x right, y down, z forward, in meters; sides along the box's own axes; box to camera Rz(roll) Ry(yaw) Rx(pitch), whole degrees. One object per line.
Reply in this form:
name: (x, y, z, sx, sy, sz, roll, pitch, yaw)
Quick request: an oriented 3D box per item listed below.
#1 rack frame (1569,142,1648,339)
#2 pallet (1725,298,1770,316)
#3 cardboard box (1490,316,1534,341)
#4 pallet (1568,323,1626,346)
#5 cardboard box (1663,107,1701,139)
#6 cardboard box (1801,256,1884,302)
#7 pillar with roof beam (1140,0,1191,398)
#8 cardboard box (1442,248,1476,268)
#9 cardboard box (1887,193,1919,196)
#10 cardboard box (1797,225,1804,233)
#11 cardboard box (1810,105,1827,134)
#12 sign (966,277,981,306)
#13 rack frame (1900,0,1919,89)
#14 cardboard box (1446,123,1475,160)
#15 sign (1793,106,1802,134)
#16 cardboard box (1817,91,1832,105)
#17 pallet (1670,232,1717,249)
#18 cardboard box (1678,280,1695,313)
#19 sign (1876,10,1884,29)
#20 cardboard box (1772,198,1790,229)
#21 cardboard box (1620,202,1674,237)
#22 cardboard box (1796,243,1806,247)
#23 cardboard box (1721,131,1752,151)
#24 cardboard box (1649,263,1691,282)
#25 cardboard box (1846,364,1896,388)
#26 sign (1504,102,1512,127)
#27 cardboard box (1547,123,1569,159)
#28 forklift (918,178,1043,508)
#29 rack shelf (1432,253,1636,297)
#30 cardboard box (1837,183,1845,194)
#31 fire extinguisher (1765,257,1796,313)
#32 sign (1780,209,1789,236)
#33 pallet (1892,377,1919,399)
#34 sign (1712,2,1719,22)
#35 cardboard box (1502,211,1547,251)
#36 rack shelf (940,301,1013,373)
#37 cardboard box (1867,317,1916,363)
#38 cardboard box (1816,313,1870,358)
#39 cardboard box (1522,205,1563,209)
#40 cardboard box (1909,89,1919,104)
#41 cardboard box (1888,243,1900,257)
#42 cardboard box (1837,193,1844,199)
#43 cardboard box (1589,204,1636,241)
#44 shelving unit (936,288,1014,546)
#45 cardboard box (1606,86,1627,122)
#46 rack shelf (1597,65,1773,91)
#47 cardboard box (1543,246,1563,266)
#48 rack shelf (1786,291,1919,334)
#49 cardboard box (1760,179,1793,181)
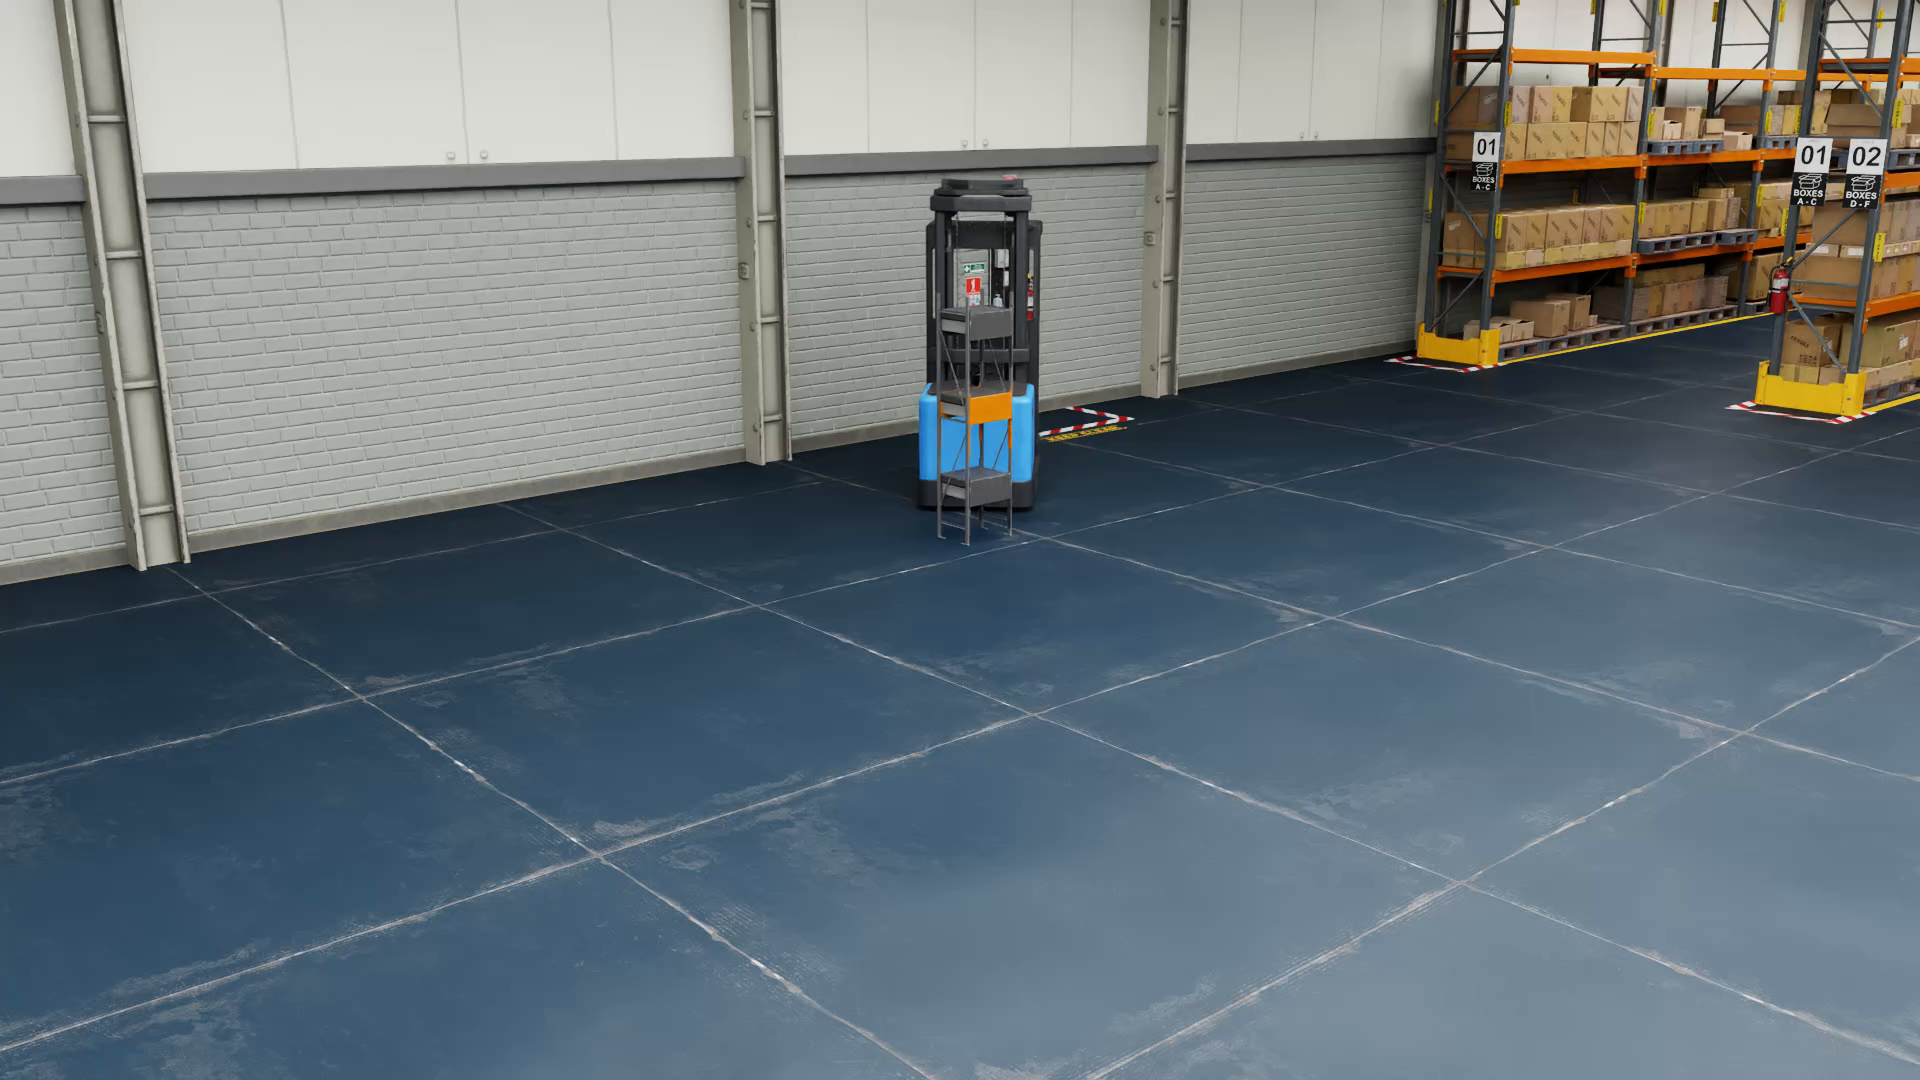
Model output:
rack frame: (10.110, -4.705, 26.051, 0.127, 3.000, 1.000, -13, 19, -39)
pallet: (13.772, -4.154, 29.393, 1.213, 0.211, 1.003, -13, 19, -39)
cardboard box: (8.103, -3.137, 24.539, 0.500, 0.311, 0.500, -11, 18, -35)
pallet: (9.626, -3.237, 25.959, 1.213, 0.211, 1.003, -13, 19, -39)
cardboard box: (11.505, -6.691, 26.667, 0.500, 0.500, 0.500, -14, 20, -41)
cardboard box: (10.707, -3.188, 20.180, 0.500, 0.500, 0.700, -13, 19, -39)
pillar with roof beam: (5.352, -5.358, 16.871, 0.400, 9.000, 9.100, -13, 19, -39)
cardboard box: (7.318, -4.081, 23.969, 0.500, 0.250, 0.500, -12, 19, -39)
cardboard box: (12.275, -4.169, 21.338, 0.500, 0.500, 0.700, -13, 20, -39)
cardboard box: (14.881, -5.586, 29.800, 0.250, 0.149, 0.380, -12, 19, -38)
cardboard box: (15.031, -7.535, 29.789, 0.500, 0.500, 0.700, -13, 20, -40)
sign: (0.152, -2.830, 18.964, 0.234, 0.329, 0.001, -13, 19, -39)
rack frame: (19.162, -9.636, 32.887, 0.127, 3.000, 1.000, -13, 19, -39)
cardboard box: (7.241, -5.654, 23.561, 0.500, 0.500, 0.500, -11, 18, -35)
sign: (10.001, -5.010, 19.819, 0.005, 0.325, 0.100, -13, 19, -39)
cardboard box: (15.395, -8.009, 30.108, 0.500, 0.250, 0.500, -11, 18, -35)
pallet: (11.661, -4.946, 27.327, 1.213, 0.211, 1.003, -13, 19, -39)
cardboard box: (11.797, -4.101, 27.781, 0.500, 0.500, 0.700, -13, 20, -40)
sign: (16.510, -9.344, 29.832, 0.005, 0.325, 0.100, -13, 19, -39)
cardboard box: (14.063, -5.703, 28.981, 0.500, 0.500, 0.500, -12, 19, -38)
cardboard box: (10.942, -5.138, 26.628, 0.500, 0.500, 0.700, -10, 18, -34)
cardboard box: (15.740, -5.089, 30.841, 0.750, 0.750, 0.750, -12, 19, -39)
cardboard box: (12.761, -6.624, 27.556, 0.500, 0.311, 0.500, -13, 19, -39)
cardboard box: (11.763, -4.445, 27.616, 0.500, 0.250, 0.500, -13, 20, -40)
cardboard box: (11.272, -2.071, 20.704, 0.500, 0.250, 0.500, -13, 19, -39)
sign: (7.449, -5.793, 22.619, 0.005, 0.325, 0.100, -13, 19, -39)
cardboard box: (8.326, -5.715, 23.788, 0.500, 0.500, 0.500, -12, 19, -37)
forklift: (0.238, -2.036, 16.193, 1.130, 2.935, 3.031, 1, 15, 4)
rack shelf: (8.601, -4.018, 24.875, 4.000, 0.370, 1.077, -13, 19, -39)
cardboard box: (15.960, -6.495, 30.491, 0.500, 0.250, 0.500, -12, 19, -38)
fire extinguisher: (9.953, -3.096, 20.180, 0.183, 0.674, 0.296, -13, 19, -39)
sign: (10.001, -3.845, 20.130, 0.005, 0.325, 0.100, -13, 19, -39)
pallet: (11.816, -2.060, 21.551, 1.213, 0.211, 1.003, -13, 19, -39)
sign: (12.760, -8.916, 28.075, 0.005, 0.325, 0.100, -13, 19, -39)
cardboard box: (8.029, -4.431, 23.824, 0.500, 0.500, 0.500, -13, 19, -39)
rack shelf: (0.125, -1.706, 13.907, 0.480, 0.518, 0.431, -13, 19, -39)
cardboard box: (11.642, -2.520, 20.933, 0.500, 0.500, 0.500, -13, 19, -39)
cardboard box: (11.301, -2.621, 21.312, 0.500, 0.500, 0.500, -13, 19, -39)
cardboard box: (8.846, -4.795, 25.188, 0.500, 0.500, 0.500, -12, 19, -38)
cardboard box: (18.017, -8.378, 31.820, 0.500, 0.500, 0.500, -14, 20, -42)
cardboard box: (11.171, -3.537, 20.228, 0.250, 0.149, 0.380, -13, 19, -39)
cardboard box: (15.962, -6.134, 30.594, 0.500, 0.500, 0.500, -13, 20, -40)
cardboard box: (9.956, -4.864, 25.446, 0.500, 0.500, 0.500, -13, 20, -39)
shelving unit: (0.125, -1.042, 14.084, 0.503, 2.100, 0.431, -13, 19, -39)
cardboard box: (9.501, -6.462, 24.647, 0.500, 0.500, 0.500, -11, 19, -36)
rack shelf: (11.619, -7.401, 26.689, 4.000, 0.370, 1.077, -13, 19, -39)
cardboard box: (8.439, -4.161, 24.267, 0.500, 0.250, 0.500, -13, 20, -40)
rack shelf: (11.856, -3.055, 21.267, 4.000, 0.370, 1.077, -13, 19, -39)
cardboard box: (14.862, -6.421, 30.214, 0.500, 0.250, 0.500, -14, 20, -41)
